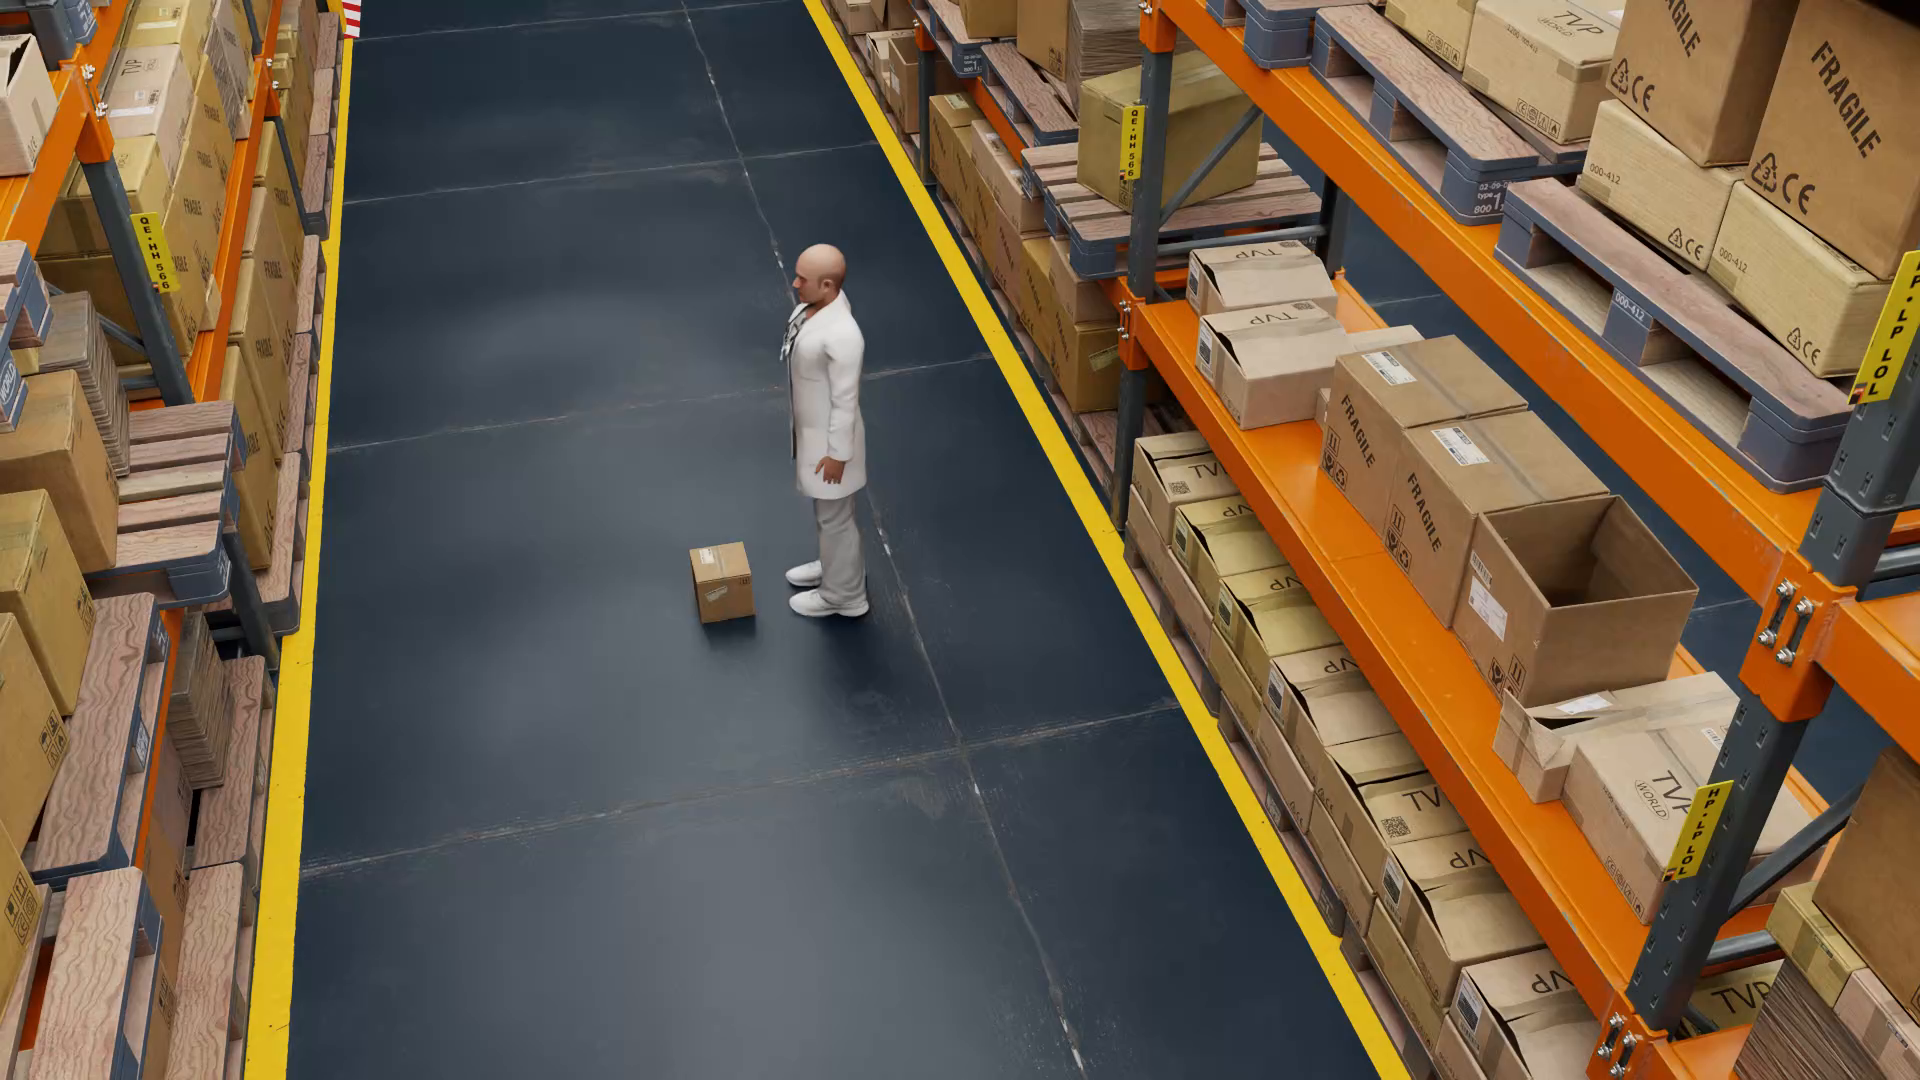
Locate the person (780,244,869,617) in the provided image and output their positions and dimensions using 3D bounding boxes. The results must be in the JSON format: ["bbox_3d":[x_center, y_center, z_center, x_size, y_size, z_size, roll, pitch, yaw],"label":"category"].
[{"bbox_3d":[-0.631,-0.488,7.357,0.403,1.792,0.618,-9,39,-12],"label":"person"}]
